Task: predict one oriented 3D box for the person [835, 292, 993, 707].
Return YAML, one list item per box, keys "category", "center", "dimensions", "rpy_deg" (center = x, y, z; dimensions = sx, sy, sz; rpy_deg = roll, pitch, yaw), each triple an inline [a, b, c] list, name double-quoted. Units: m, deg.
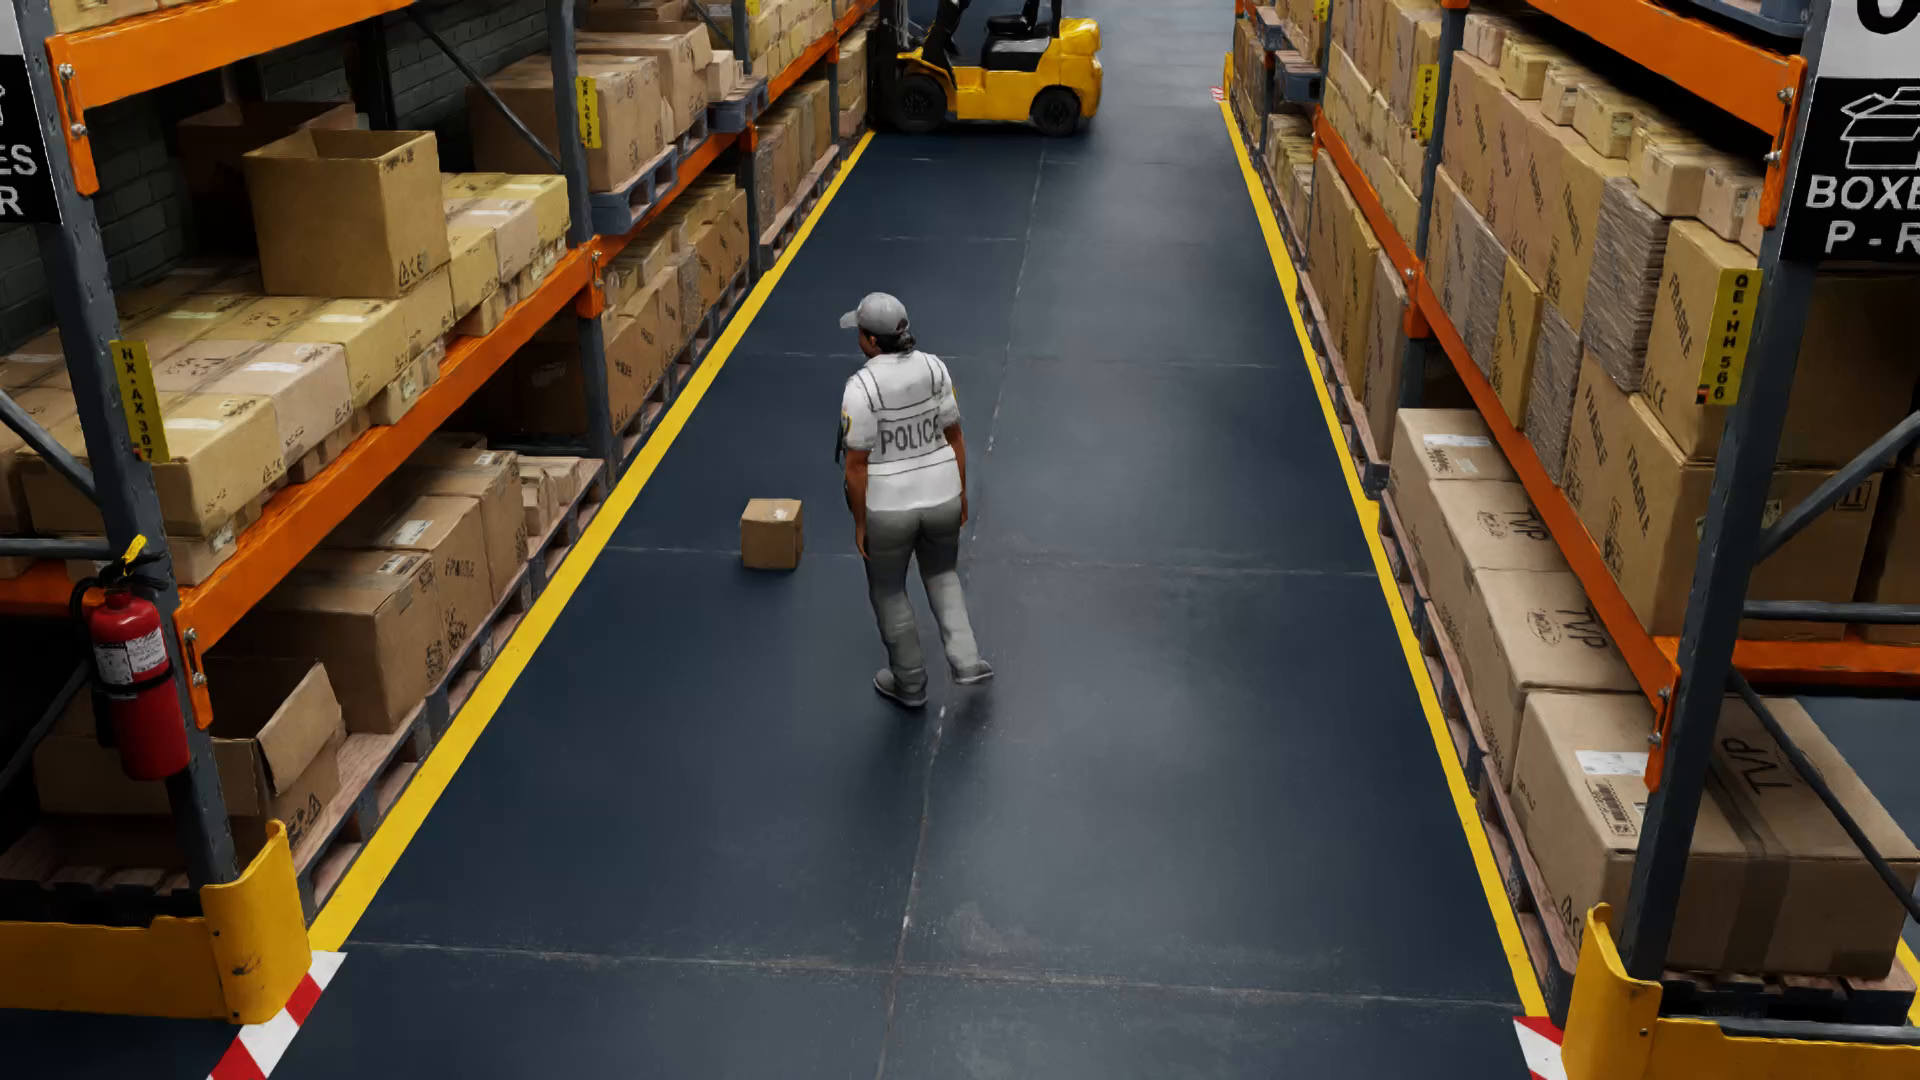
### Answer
- category: "person"
  center: [-0.173, -0.122, 6.370]
  dimensions: [0.556, 1.655, 0.576]
  rpy_deg: [-14, 28, -28]
